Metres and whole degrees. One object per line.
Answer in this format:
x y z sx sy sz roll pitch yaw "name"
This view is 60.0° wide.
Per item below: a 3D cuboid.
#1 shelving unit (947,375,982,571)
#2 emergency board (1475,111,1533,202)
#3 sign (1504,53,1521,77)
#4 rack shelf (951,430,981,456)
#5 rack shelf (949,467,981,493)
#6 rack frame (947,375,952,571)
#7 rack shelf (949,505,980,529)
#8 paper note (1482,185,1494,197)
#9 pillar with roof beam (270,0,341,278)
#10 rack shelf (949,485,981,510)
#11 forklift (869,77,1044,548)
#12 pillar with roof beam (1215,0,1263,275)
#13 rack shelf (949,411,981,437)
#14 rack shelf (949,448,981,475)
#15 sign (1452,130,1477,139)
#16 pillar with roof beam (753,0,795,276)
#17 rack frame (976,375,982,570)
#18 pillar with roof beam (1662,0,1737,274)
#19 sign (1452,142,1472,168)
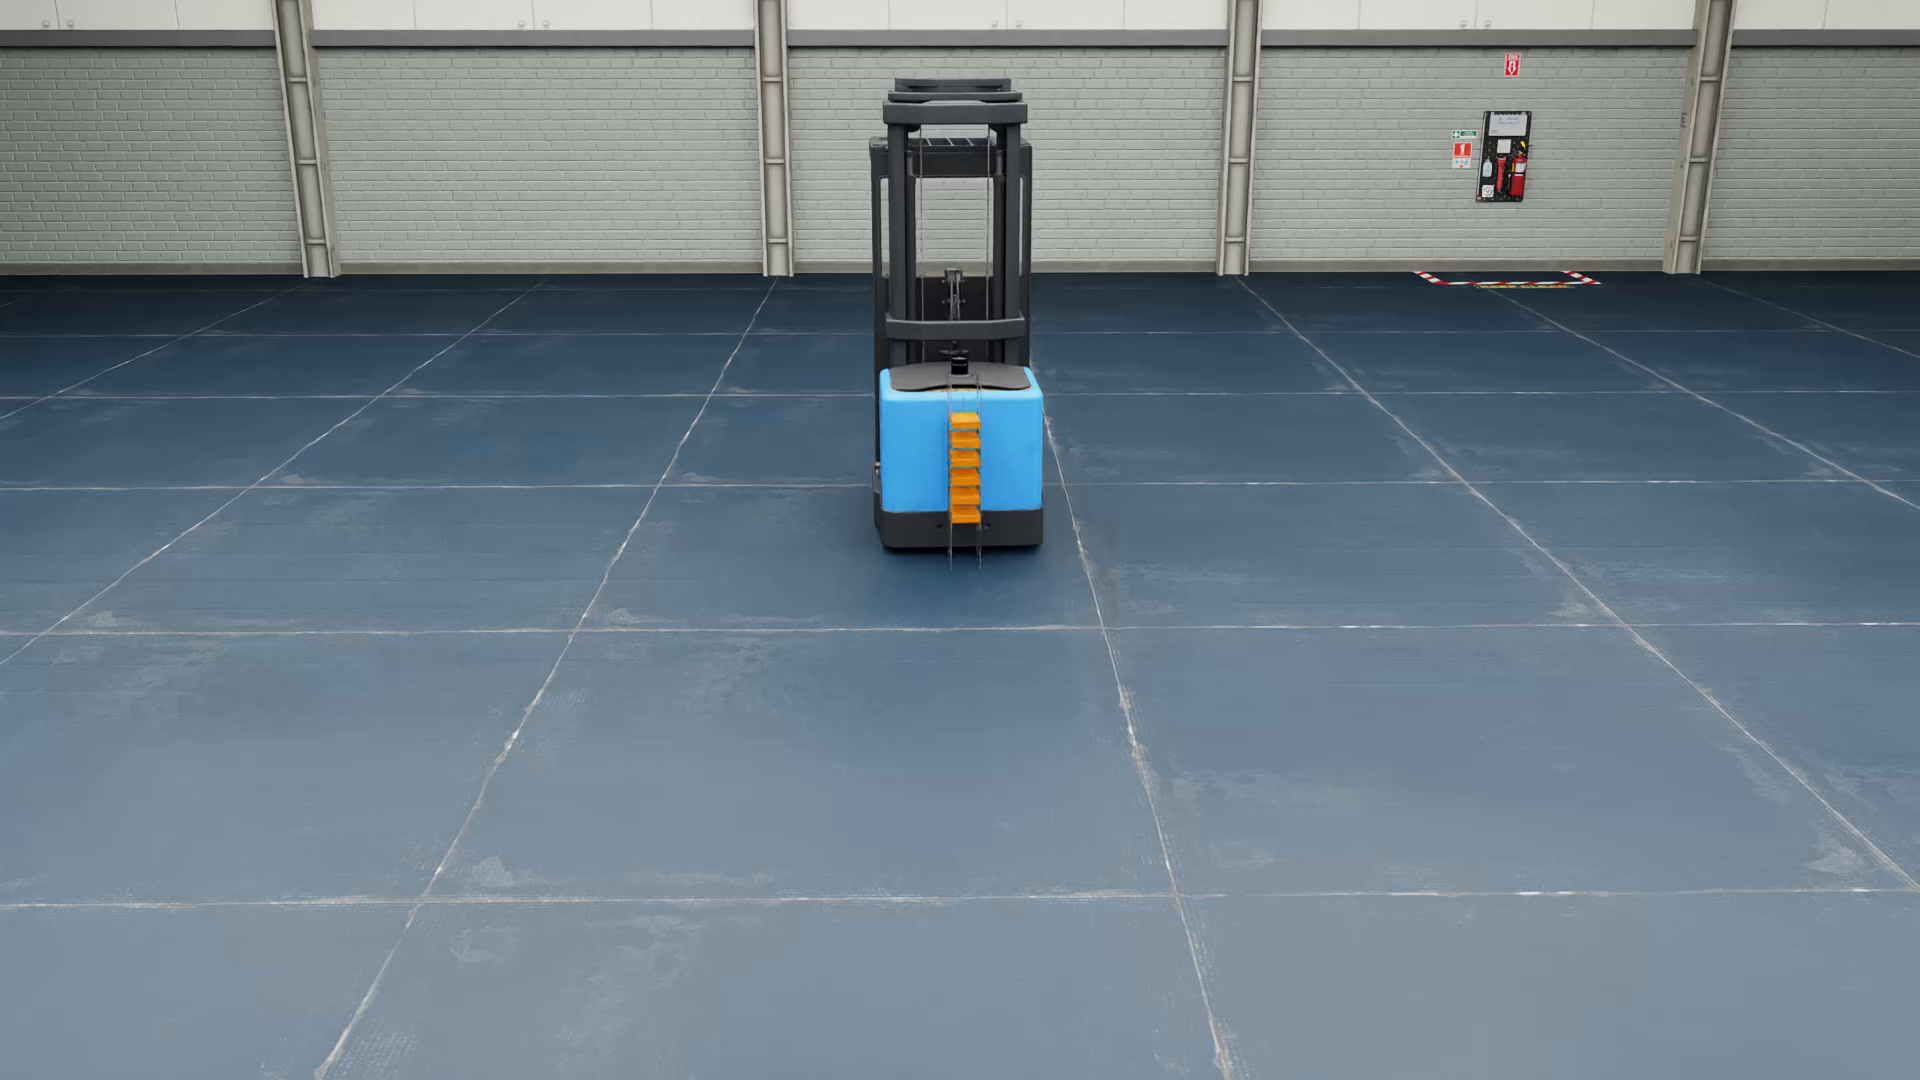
0.027 -0.415 10.378 0.189 1.200 0.258 -2 18 -5 "shelving unit"
7.136 -4.997 21.713 0.643 1.169 0.194 0 18 -1 "emergency board"
7.126 -6.131 21.453 0.199 0.298 0.001 0 18 -1 "sign"
0.027 -0.601 10.318 0.180 0.103 0.258 -2 18 -5 "rack shelf"
0.027 -0.373 10.391 0.180 0.103 0.258 -2 18 -5 "rack shelf"
-0.064 -0.413 10.370 0.006 1.200 0.240 -2 18 -5 "rack frame"
0.027 -0.144 10.465 0.180 0.103 0.258 -2 18 -5 "rack shelf"
6.958 -4.597 21.910 0.142 0.148 0.016 0 18 -1 "paper note"
-8.322 -6.452 16.428 0.400 9.000 9.100 0 18 -1 "pillar with roof beam"
0.027 -0.259 10.428 0.180 0.103 0.258 -2 18 -5 "rack shelf"
-0.074 -1.745 11.690 1.130 2.935 3.031 -1 18 -4 "forklift"
3.676 -6.510 16.608 0.400 9.000 9.100 0 18 -1 "pillar with roof beam"
0.027 -0.716 10.281 0.180 0.103 0.258 -2 18 -5 "rack shelf"
0.027 -0.487 10.355 0.180 0.103 0.258 -2 18 -5 "rack shelf"
6.586 -5.292 21.708 0.331 0.109 0.001 0 18 -1 "sign"
-2.323 -6.481 16.518 0.400 9.000 9.100 0 18 -1 "pillar with roof beam"
0.118 -0.418 10.385 0.006 1.200 0.240 -2 18 -5 "rack frame"
9.676 -6.539 16.698 0.400 9.000 9.100 0 18 -1 "pillar with roof beam"
6.582 -5.042 21.797 0.234 0.329 0.001 0 18 -1 "sign"
